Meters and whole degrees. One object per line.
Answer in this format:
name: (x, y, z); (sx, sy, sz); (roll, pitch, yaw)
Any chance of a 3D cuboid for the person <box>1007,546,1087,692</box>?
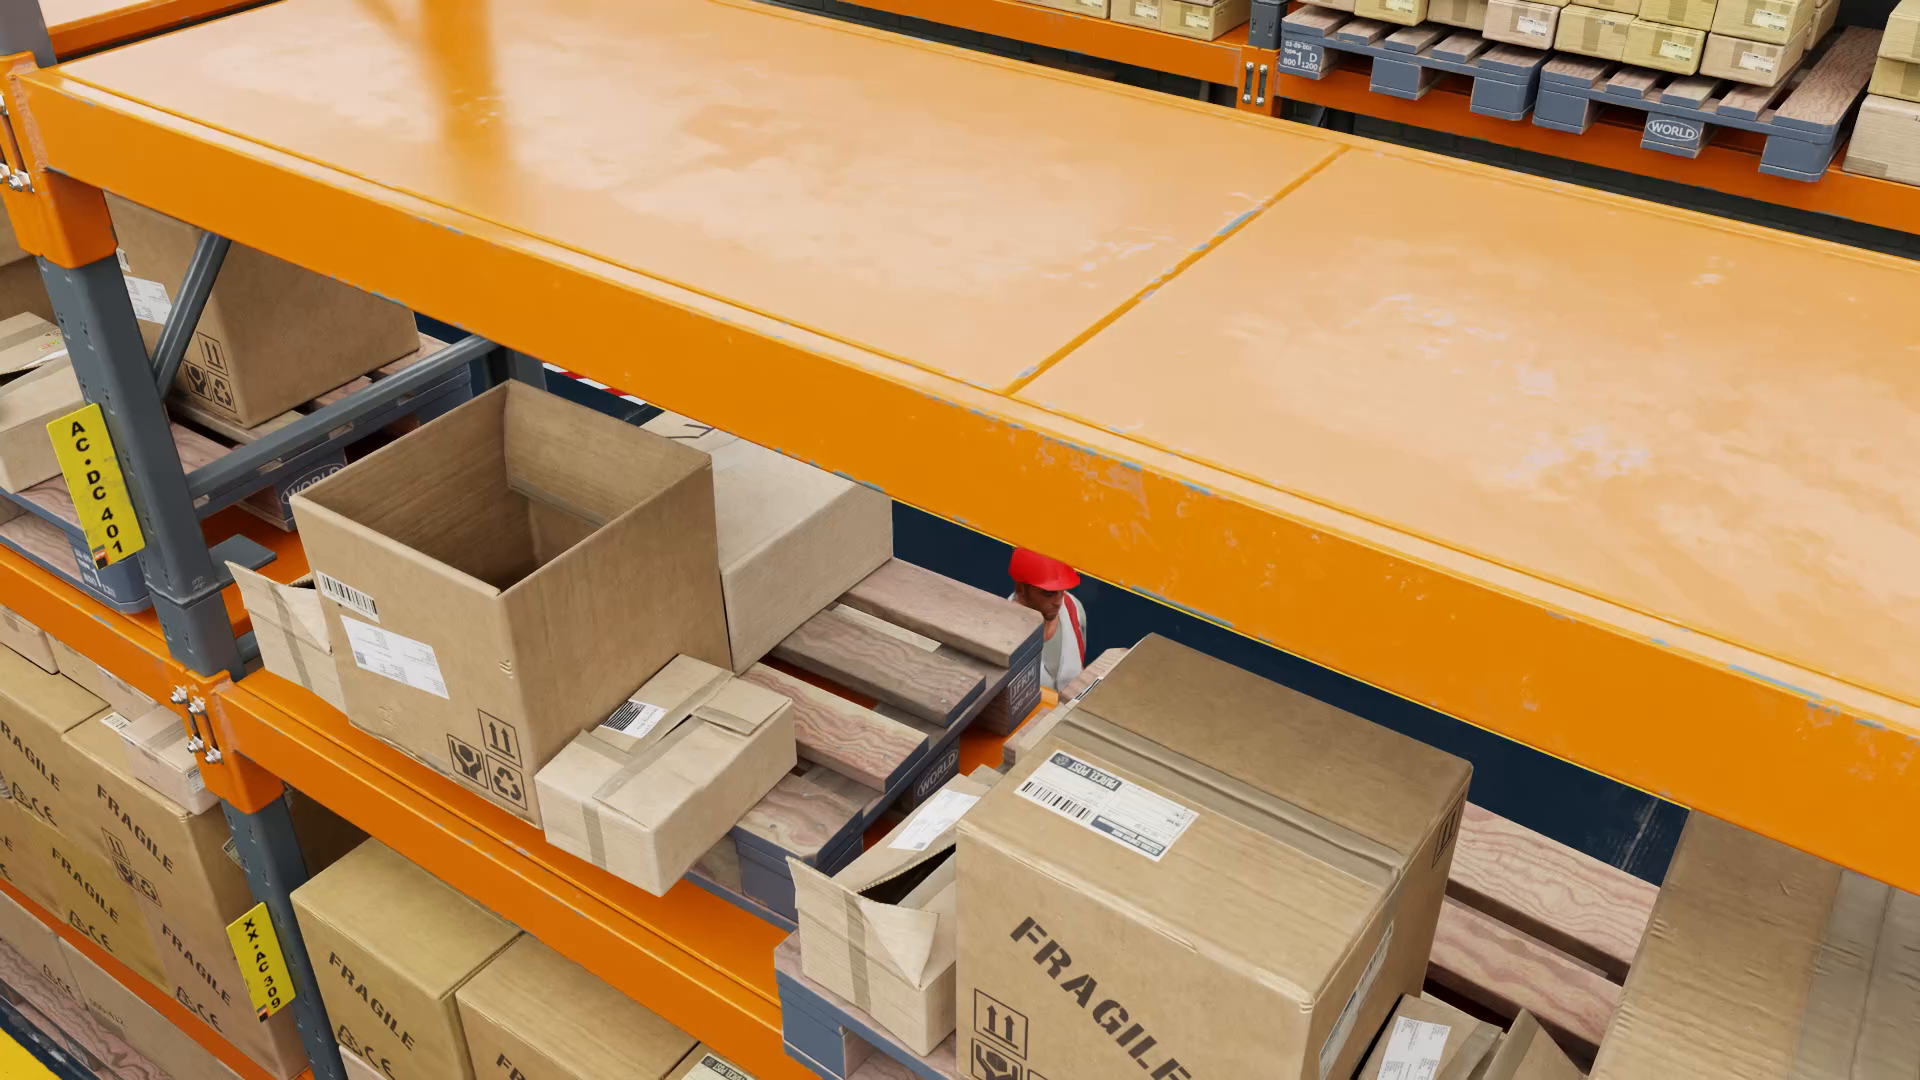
person: (0.289, 0.778, 6.145); (0.566, 1.793, 0.555); (-20, 39, -27)
